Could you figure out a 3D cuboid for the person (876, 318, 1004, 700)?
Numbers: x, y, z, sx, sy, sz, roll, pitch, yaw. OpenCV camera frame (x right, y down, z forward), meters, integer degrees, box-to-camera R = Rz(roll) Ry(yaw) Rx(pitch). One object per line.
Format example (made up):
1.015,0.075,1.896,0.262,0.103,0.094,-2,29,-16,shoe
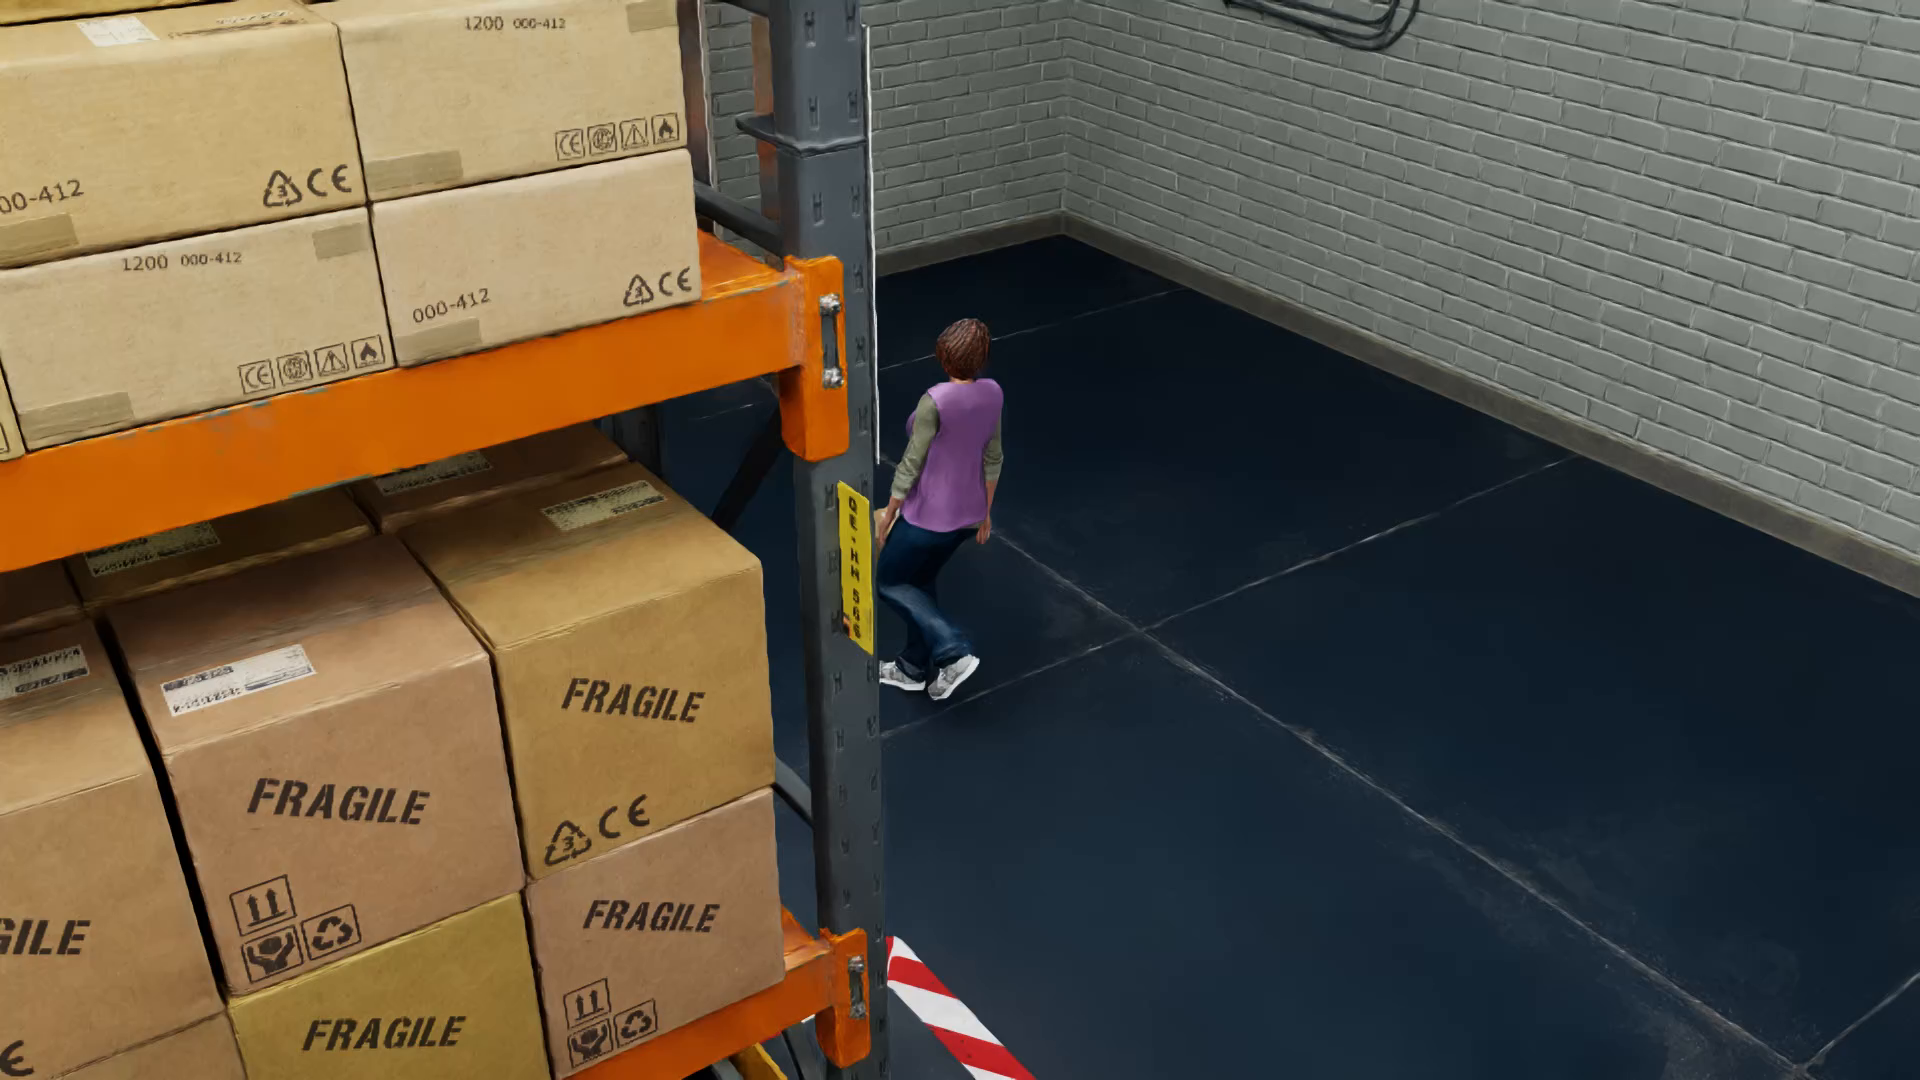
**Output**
-0.065,-0.095,6.340,0.466,1.558,0.562,-25,38,-37,person
